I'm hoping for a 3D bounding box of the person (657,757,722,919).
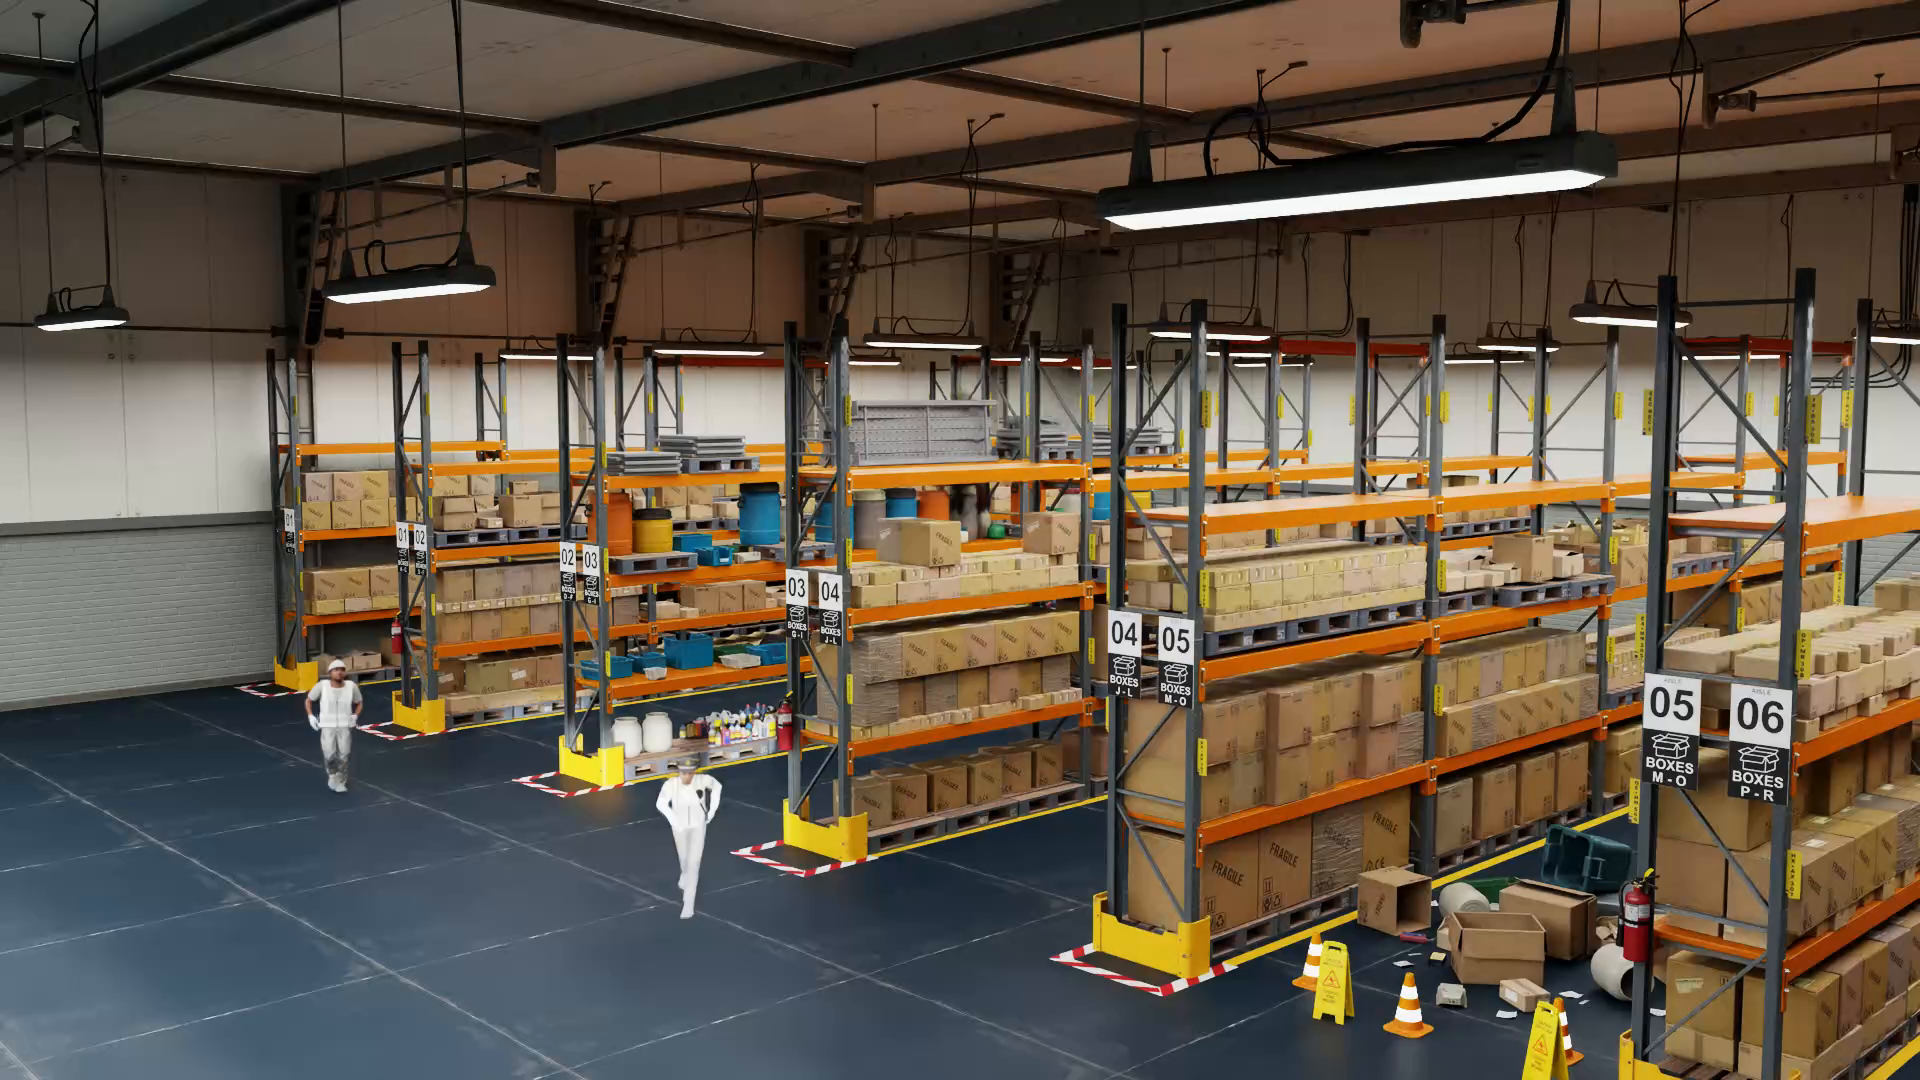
[{"bbox_3d":[-2.748,2.930,16.882,0.655,1.627,0.984,-1,5,-12],"label":"person"}]

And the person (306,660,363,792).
[{"bbox_3d":[-8.084,2.429,21.566,0.695,1.738,0.546,-3,6,-27],"label":"person"}]
